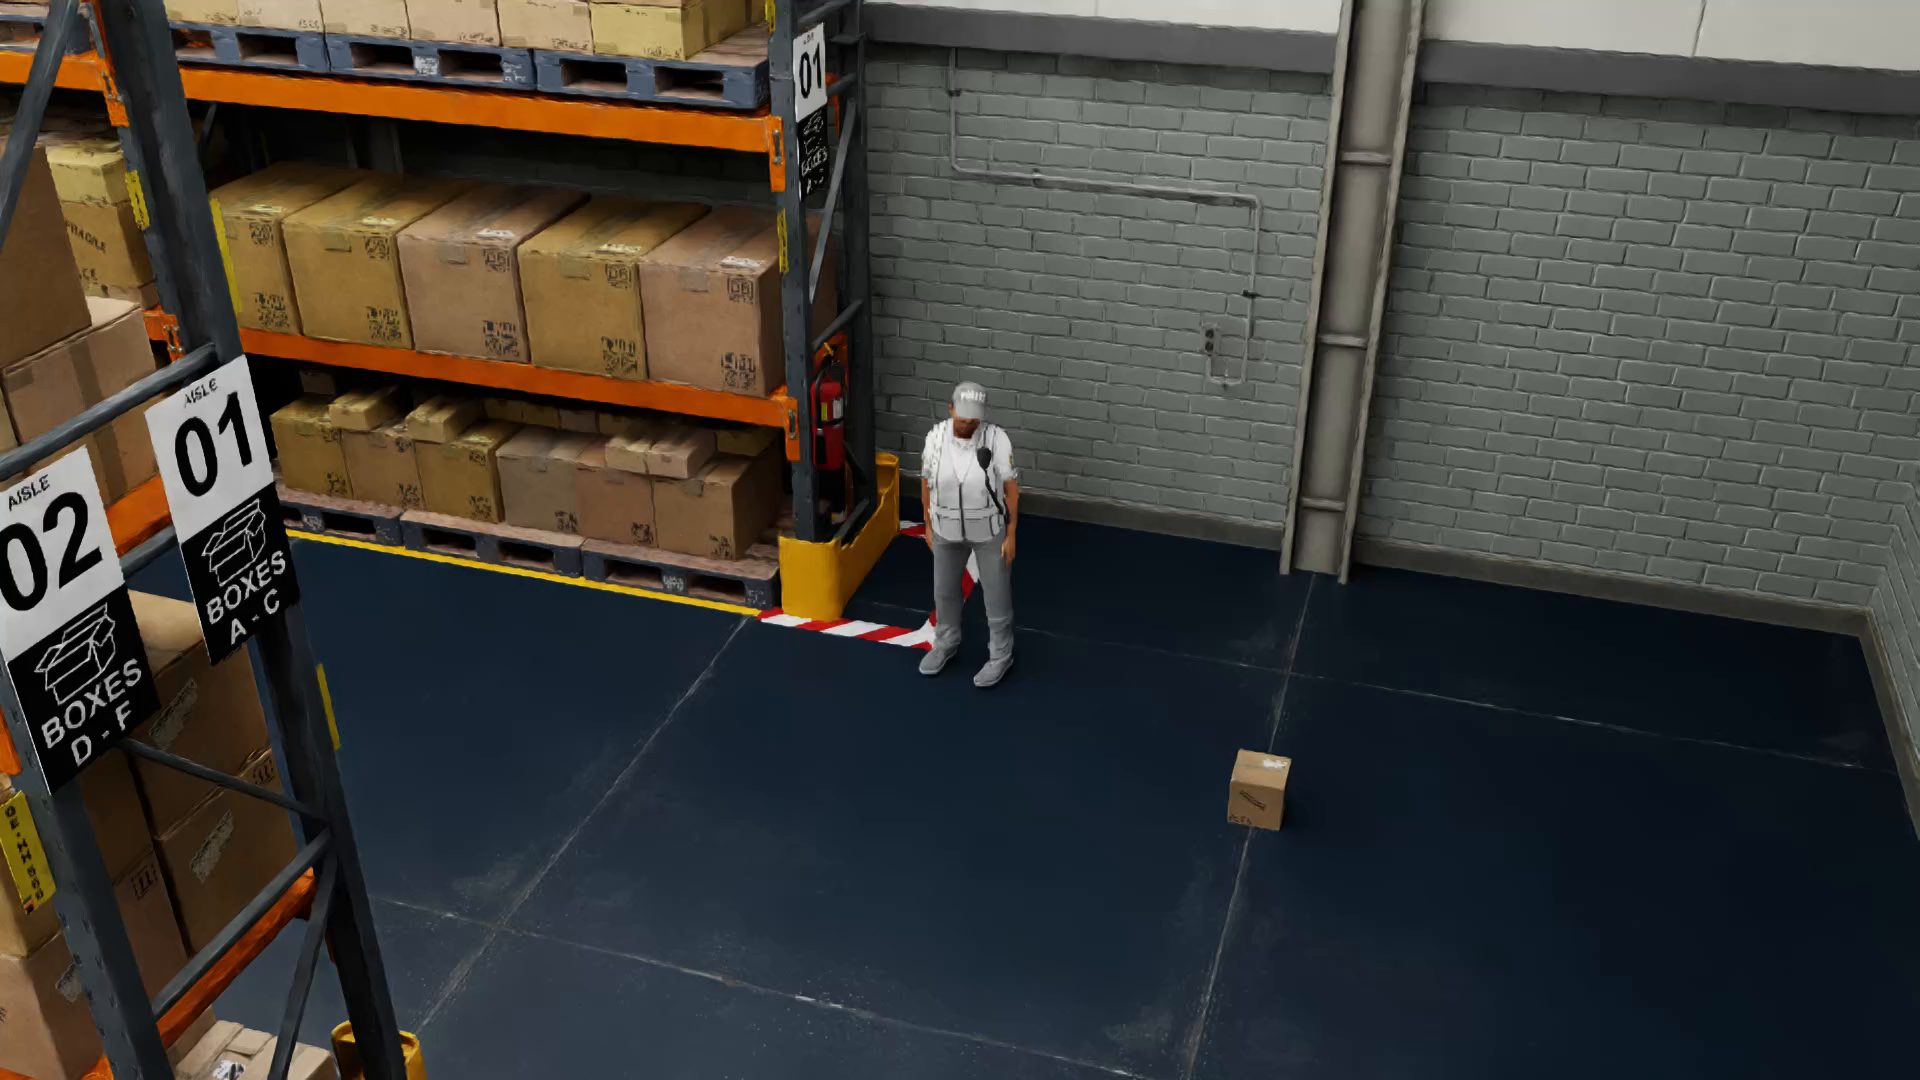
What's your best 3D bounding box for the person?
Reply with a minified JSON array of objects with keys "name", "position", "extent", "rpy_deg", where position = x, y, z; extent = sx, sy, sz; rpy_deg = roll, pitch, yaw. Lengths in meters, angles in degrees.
[{"name":"person","position":[0.050,-0.044,8.536],"extent":[0.520,1.672,0.399],"rpy_deg":[7,30,12]}]
